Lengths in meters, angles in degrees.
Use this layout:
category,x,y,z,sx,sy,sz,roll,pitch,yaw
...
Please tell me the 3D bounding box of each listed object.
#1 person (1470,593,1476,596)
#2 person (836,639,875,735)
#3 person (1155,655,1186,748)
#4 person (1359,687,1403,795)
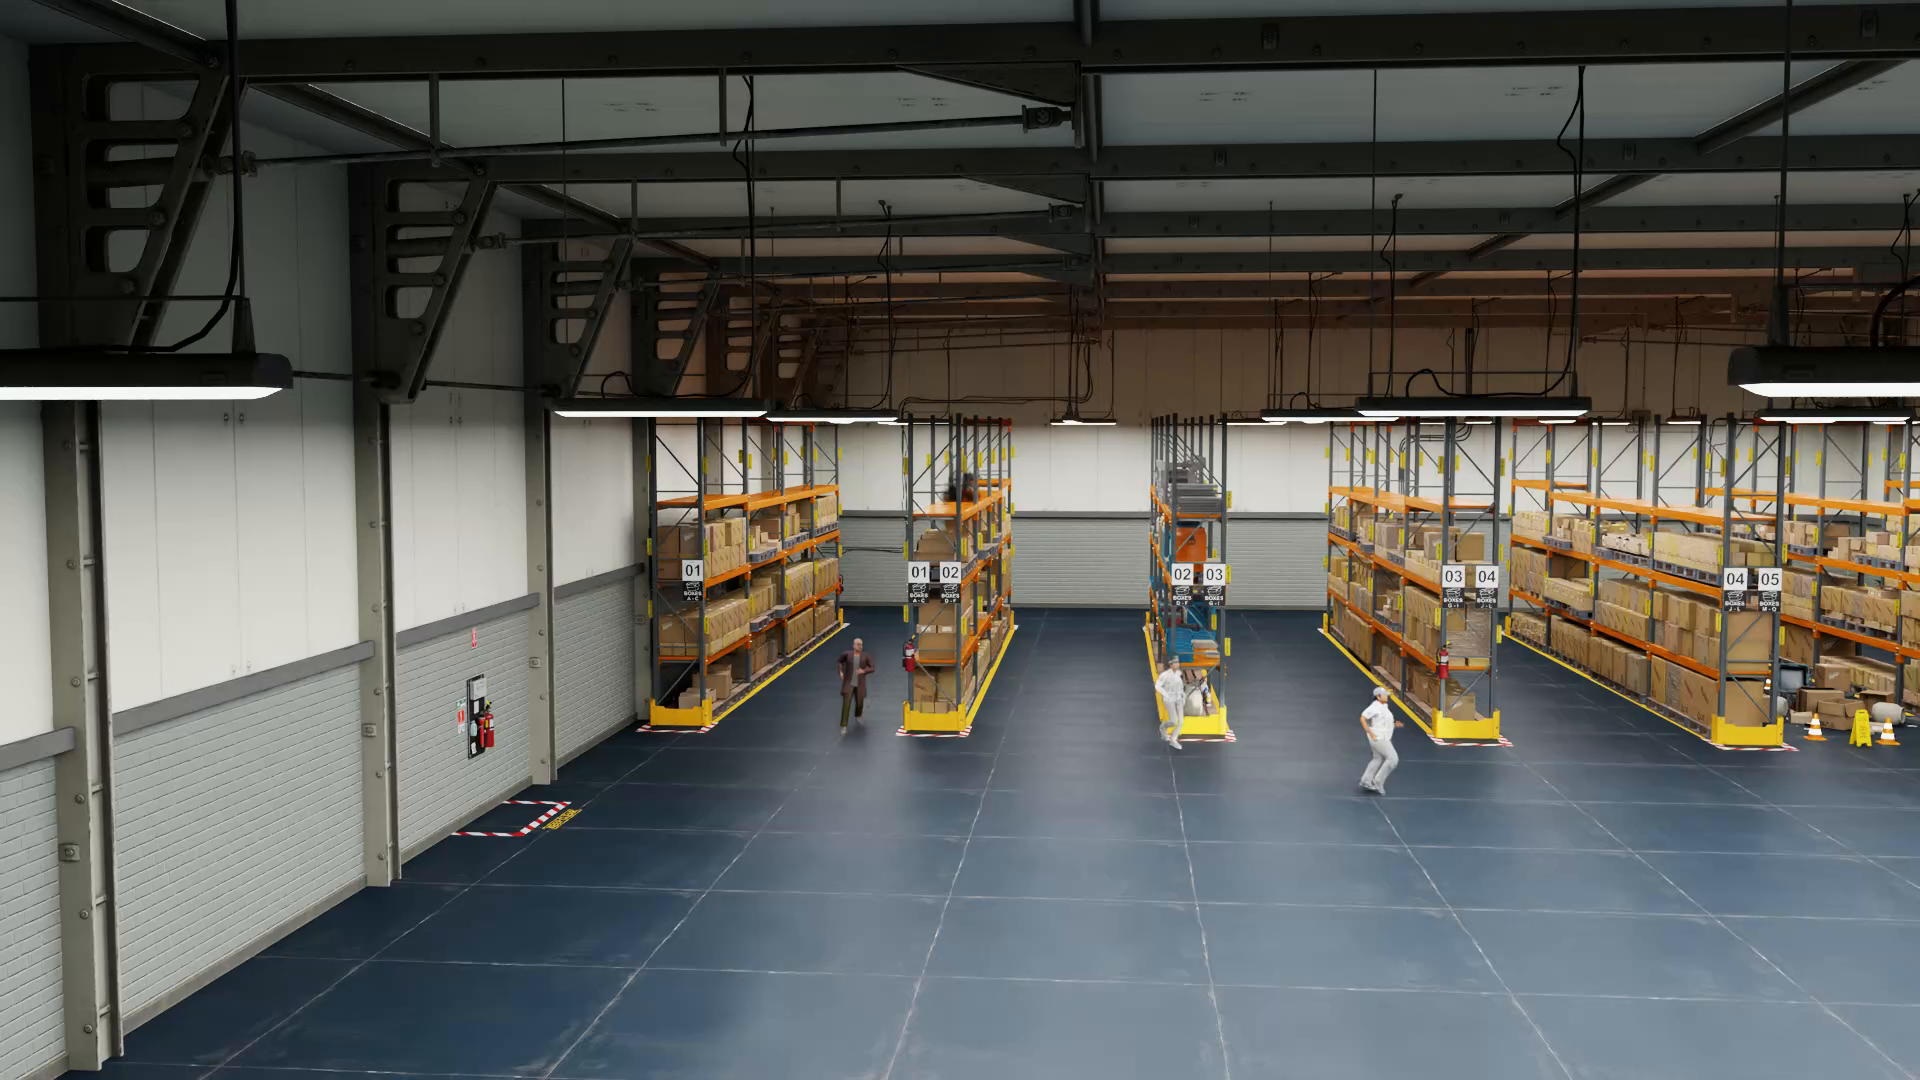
category,x,y,z,sx,sy,sz,roll,pitch,yaw
person,14.456,1.729,46.803,0.713,1.712,0.768,-2,5,-33
person,-1.965,2.745,31.488,0.727,1.765,1.013,0,4,-7
person,3.814,2.892,29.931,0.655,1.667,0.536,-2,4,-28
person,6.609,3.144,26.076,0.672,1.679,0.577,2,4,26
